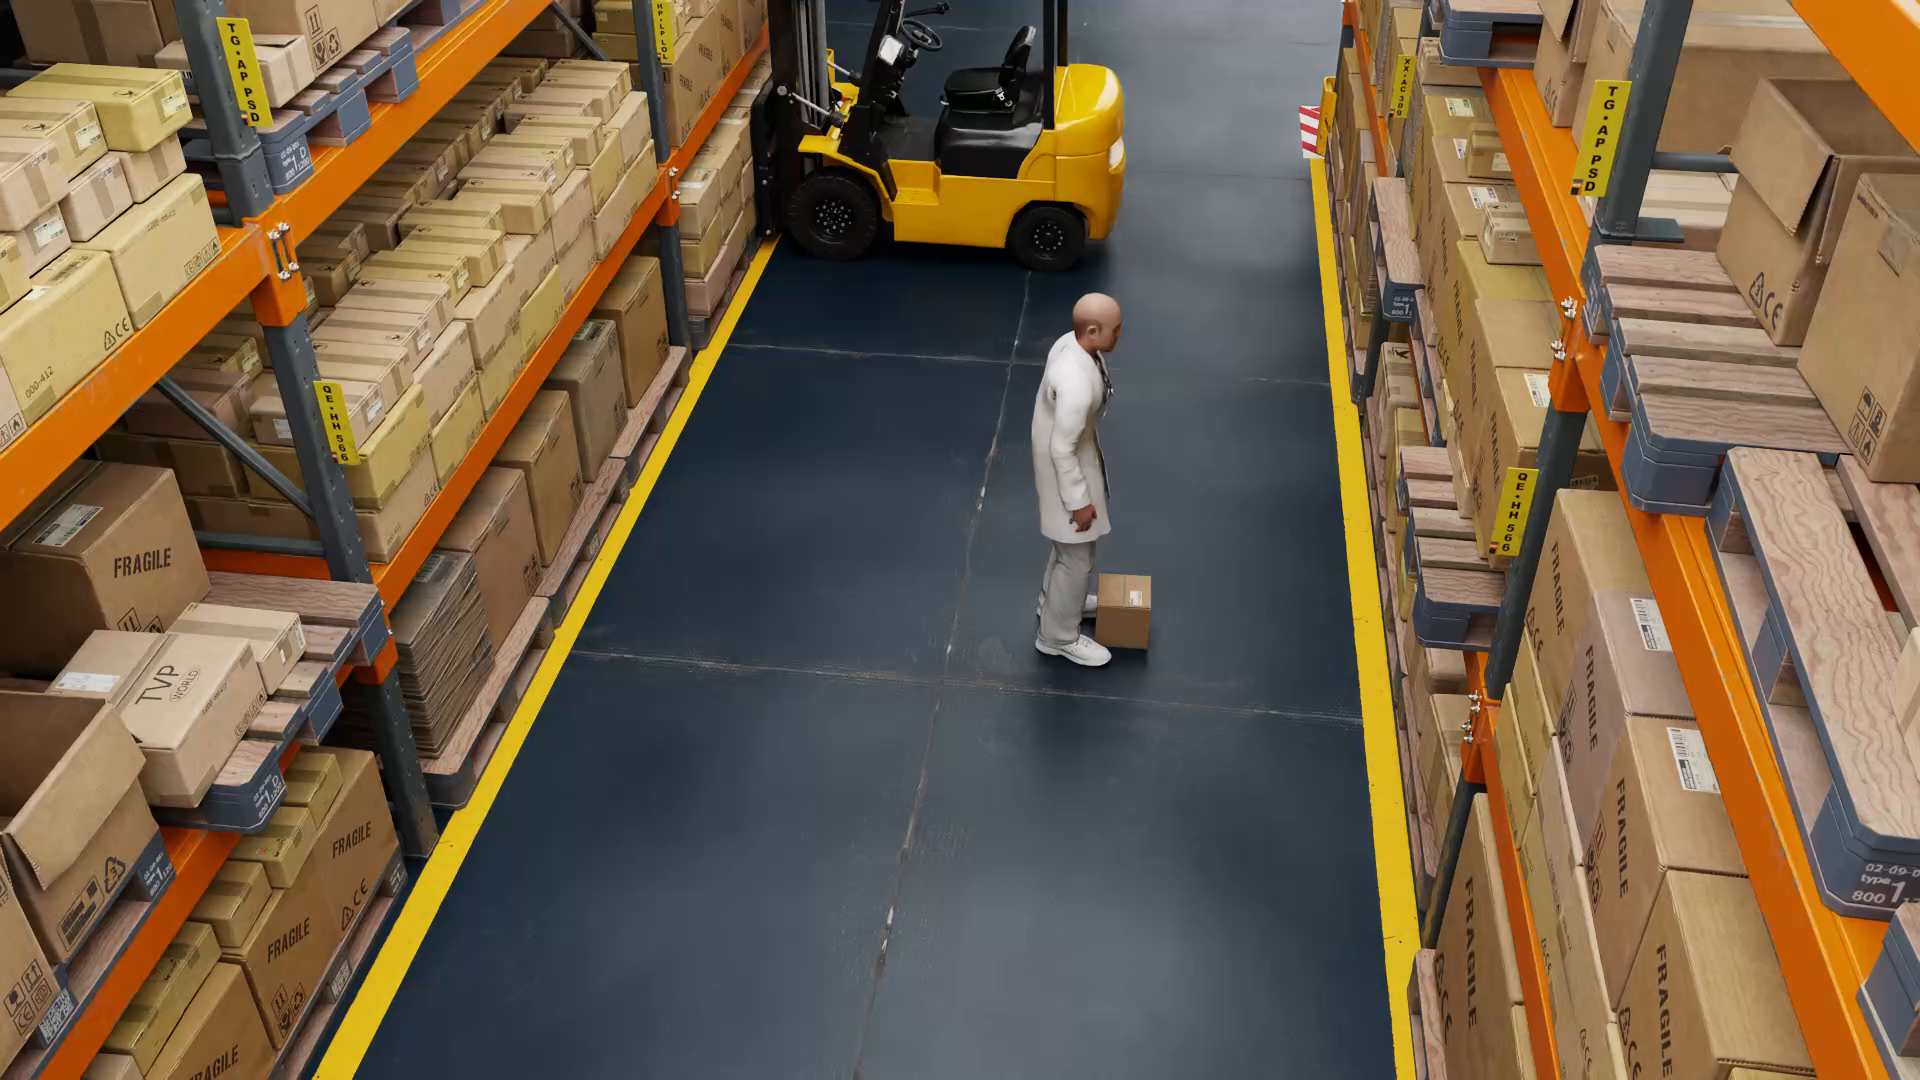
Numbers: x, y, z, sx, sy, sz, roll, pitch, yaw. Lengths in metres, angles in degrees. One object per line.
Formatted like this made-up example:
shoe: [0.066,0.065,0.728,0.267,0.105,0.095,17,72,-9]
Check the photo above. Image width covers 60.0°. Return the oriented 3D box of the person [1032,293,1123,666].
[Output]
person: [0.528,-0.296,7.467,0.424,1.774,0.644,5,36,6]
